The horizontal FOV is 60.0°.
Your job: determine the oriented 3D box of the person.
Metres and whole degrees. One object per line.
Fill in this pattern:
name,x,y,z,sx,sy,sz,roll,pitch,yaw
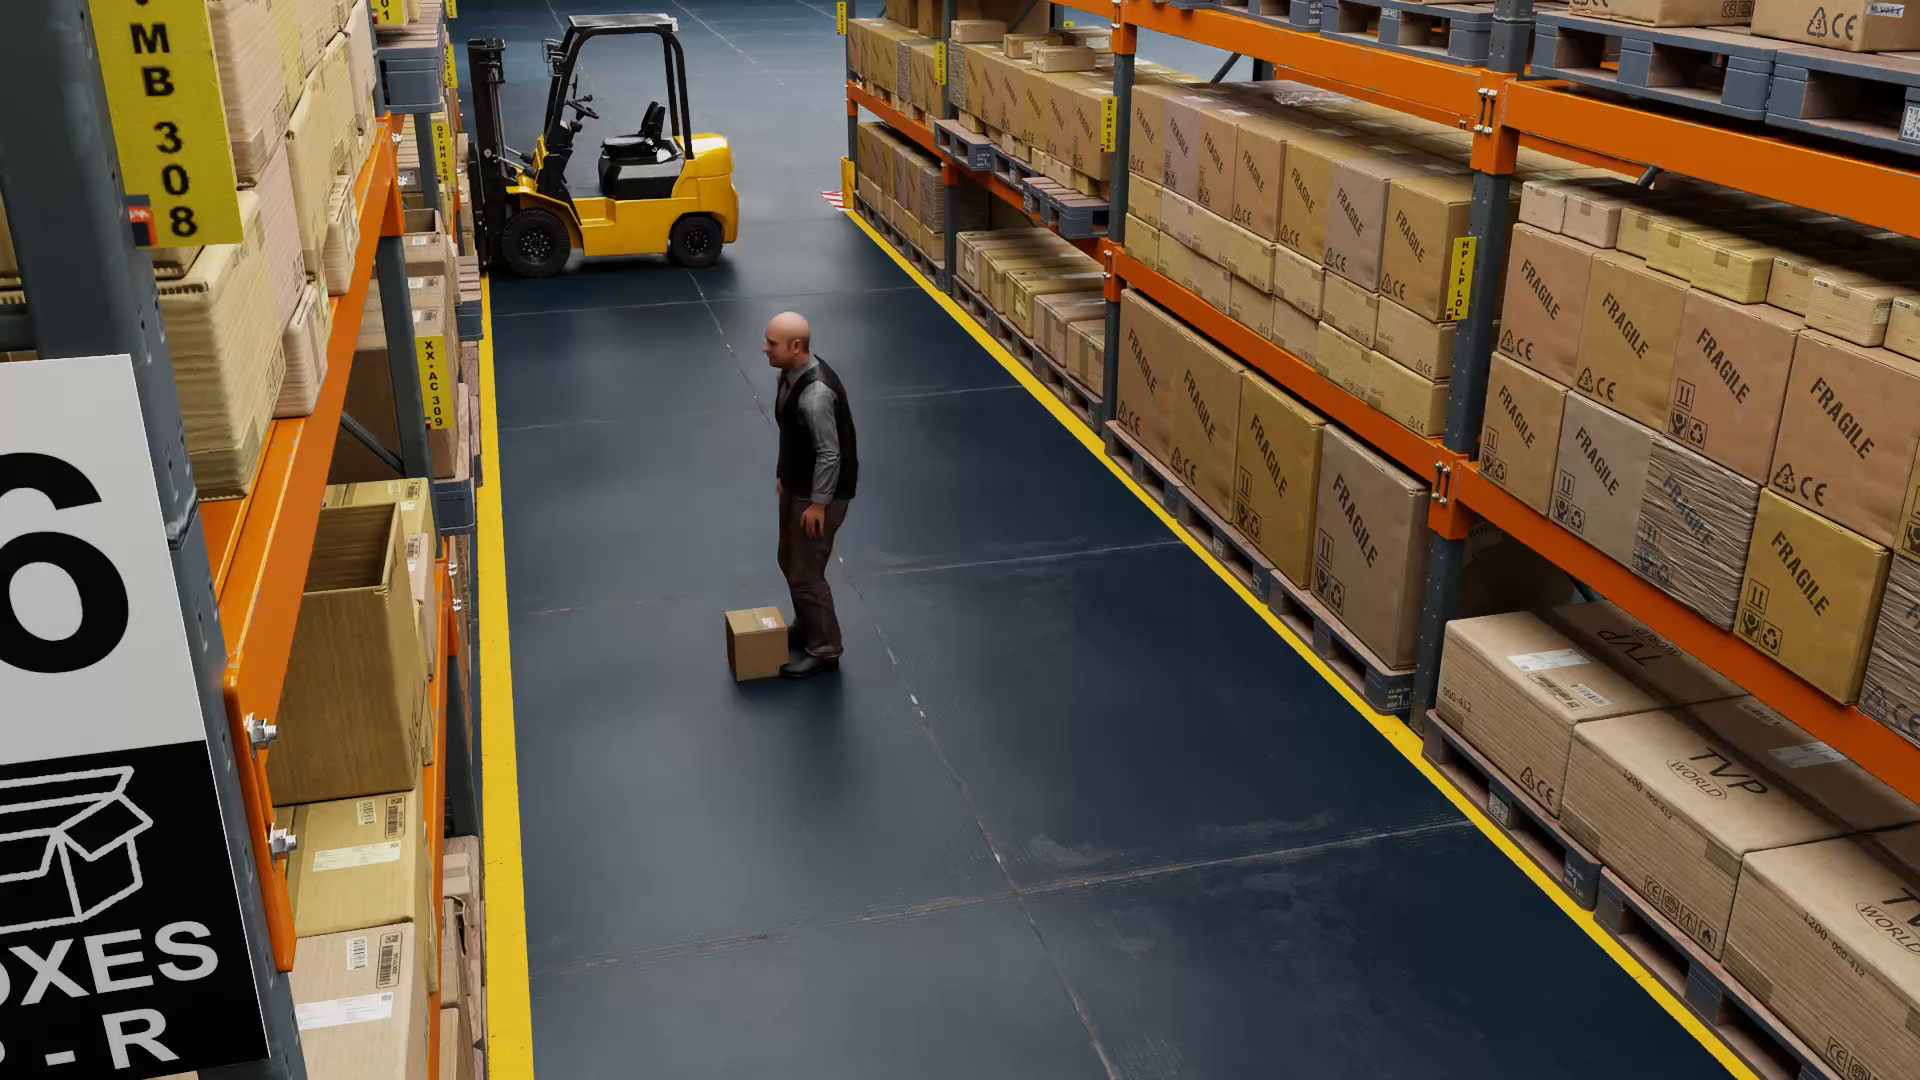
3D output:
person,-0.689,-0.220,7.652,0.426,1.720,0.585,-8,24,-17
